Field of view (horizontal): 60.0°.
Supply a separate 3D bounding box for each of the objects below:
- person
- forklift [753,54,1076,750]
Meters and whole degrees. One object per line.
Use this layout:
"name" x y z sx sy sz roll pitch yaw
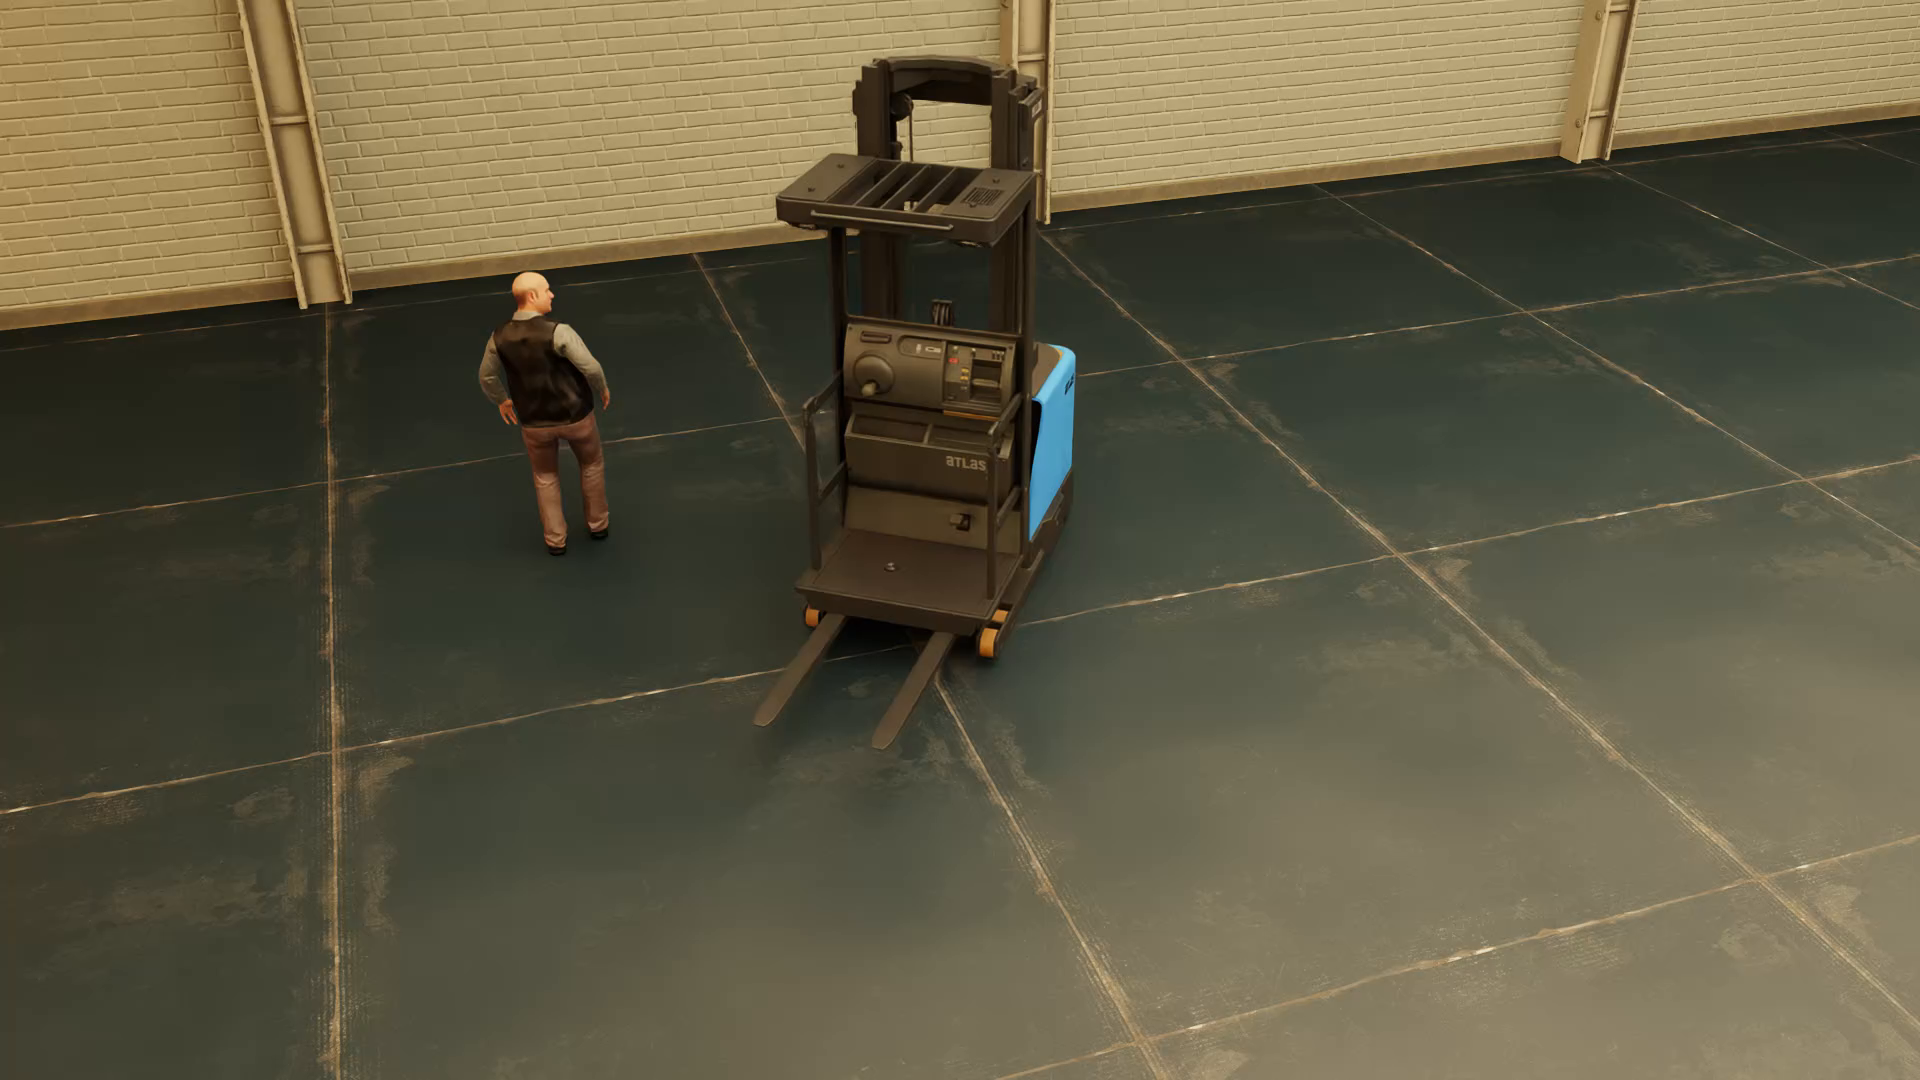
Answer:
"person" -2.373 -0.744 9.626 0.725 1.698 0.511 -1 30 -2
"forklift" -0.228 -0.857 8.577 1.130 2.935 3.031 9 31 15
